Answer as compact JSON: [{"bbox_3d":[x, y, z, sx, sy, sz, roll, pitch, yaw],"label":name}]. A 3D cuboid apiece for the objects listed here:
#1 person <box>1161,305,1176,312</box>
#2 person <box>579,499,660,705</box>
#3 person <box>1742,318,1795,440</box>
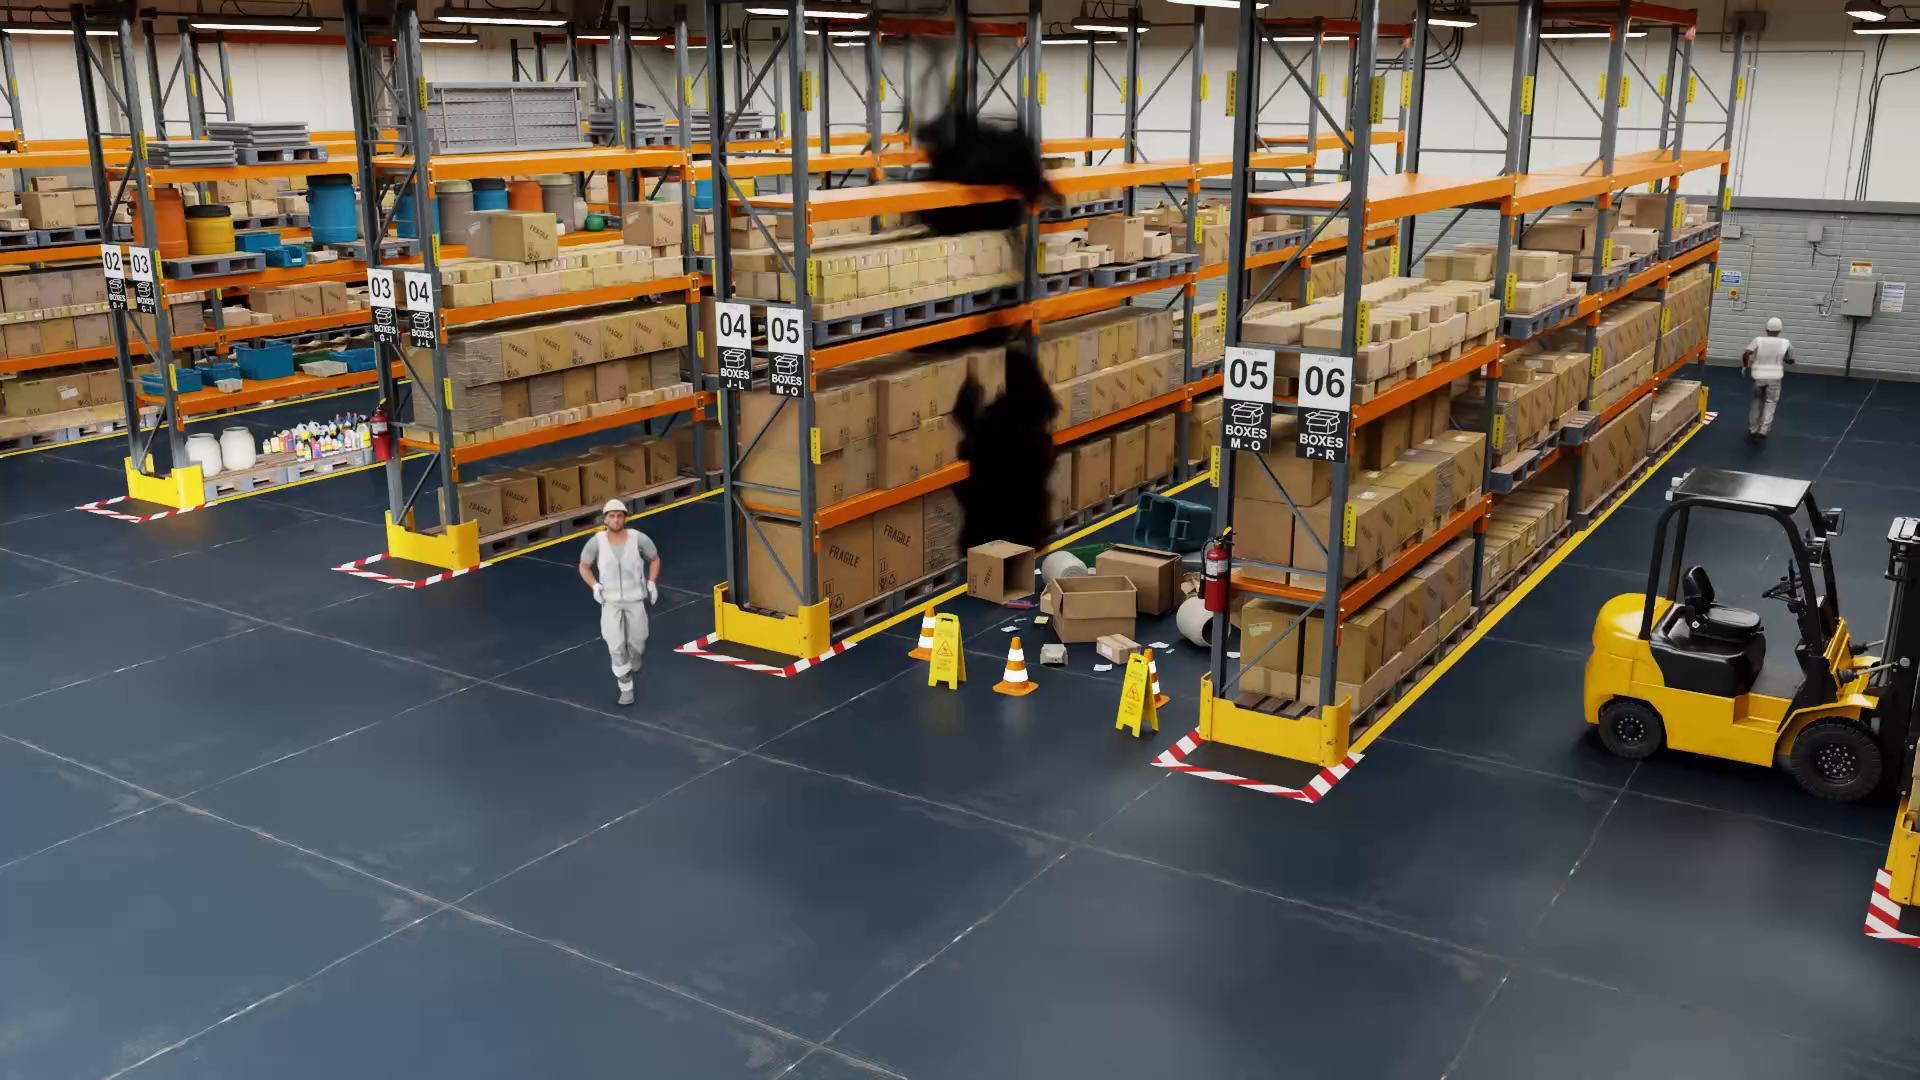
[{"bbox_3d":[3.227,-2.786,25.975,0.675,1.744,0.612,11,19,35],"label":"person"},{"bbox_3d":[-2.894,0.492,14.203,0.679,1.746,0.650,-3,16,-10],"label":"person"},{"bbox_3d":[11.743,-2.339,24.205,0.674,1.800,0.905,9,18,29],"label":"person"}]
